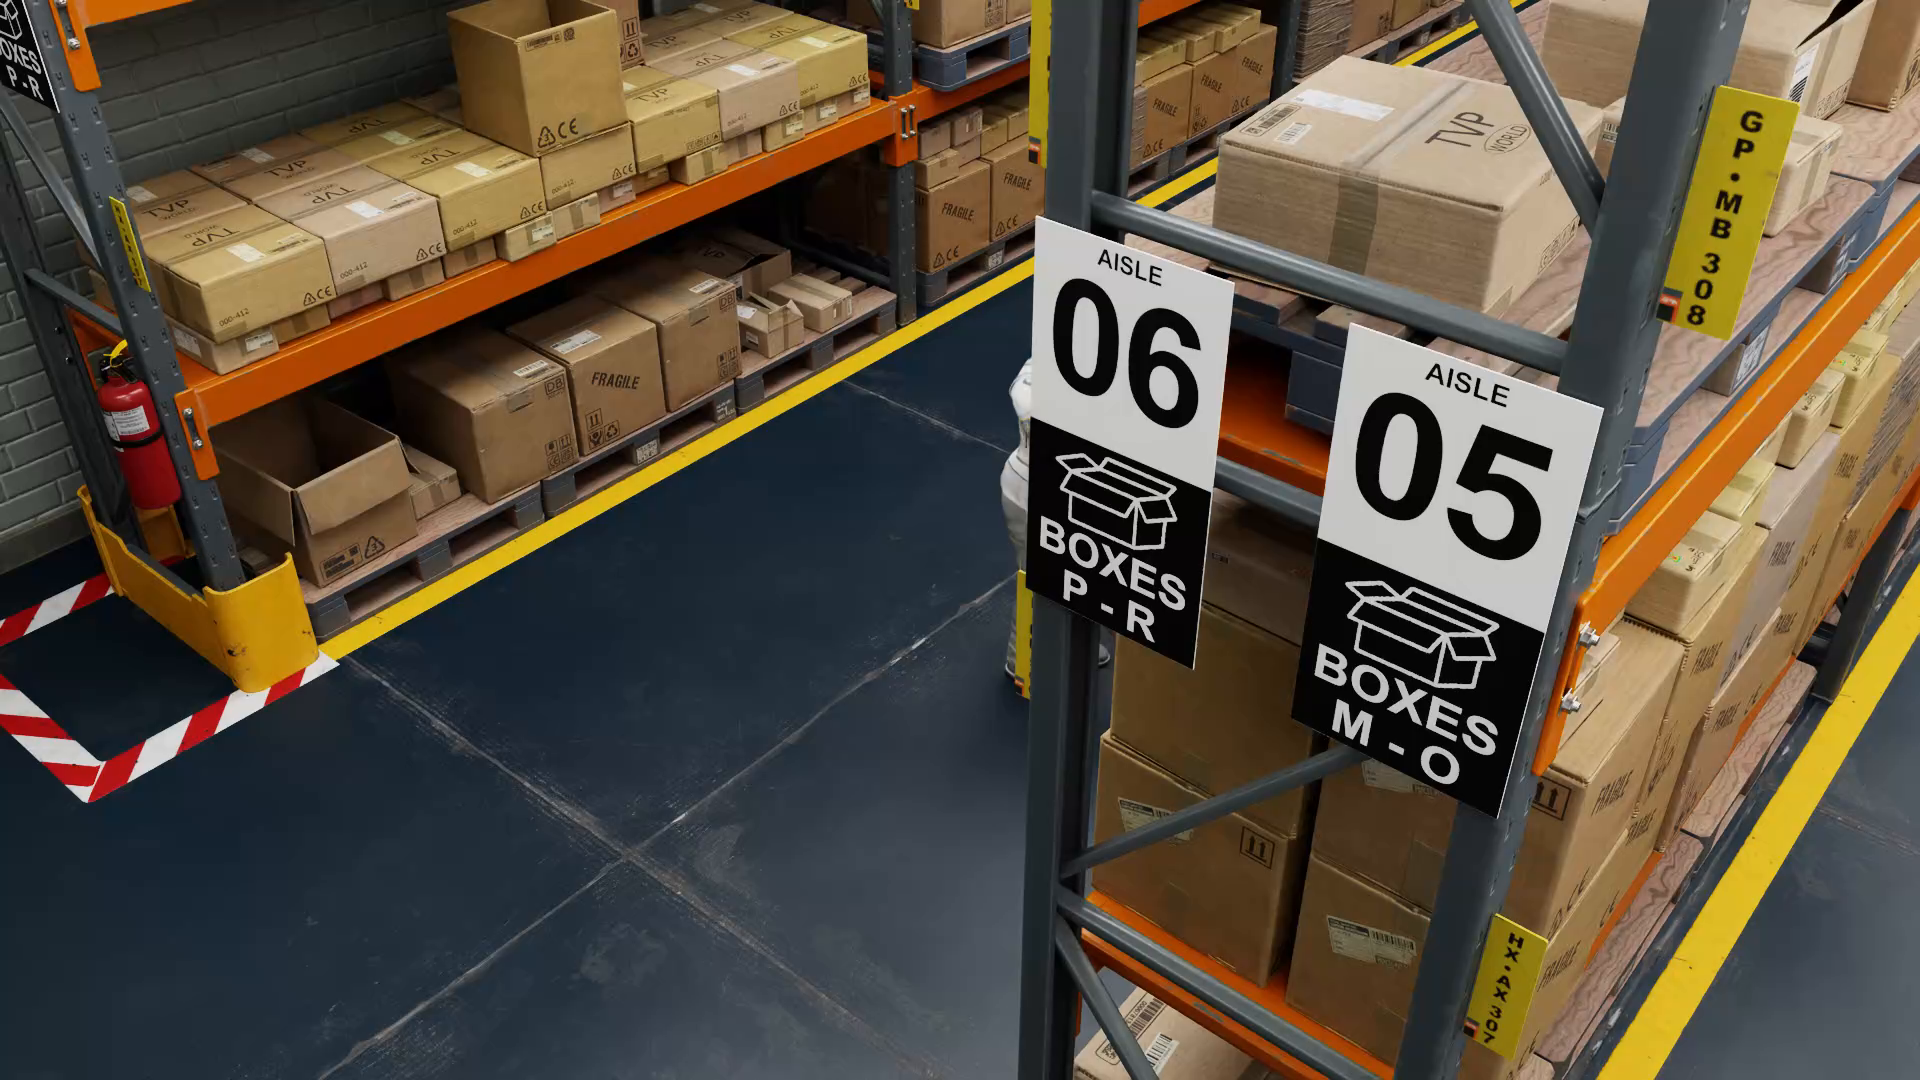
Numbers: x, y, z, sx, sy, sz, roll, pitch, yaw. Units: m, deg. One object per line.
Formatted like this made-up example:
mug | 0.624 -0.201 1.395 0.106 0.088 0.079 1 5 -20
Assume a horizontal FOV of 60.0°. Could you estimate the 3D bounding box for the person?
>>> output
person | 0.441 -0.139 6.348 0.545 1.662 0.452 26 43 32
